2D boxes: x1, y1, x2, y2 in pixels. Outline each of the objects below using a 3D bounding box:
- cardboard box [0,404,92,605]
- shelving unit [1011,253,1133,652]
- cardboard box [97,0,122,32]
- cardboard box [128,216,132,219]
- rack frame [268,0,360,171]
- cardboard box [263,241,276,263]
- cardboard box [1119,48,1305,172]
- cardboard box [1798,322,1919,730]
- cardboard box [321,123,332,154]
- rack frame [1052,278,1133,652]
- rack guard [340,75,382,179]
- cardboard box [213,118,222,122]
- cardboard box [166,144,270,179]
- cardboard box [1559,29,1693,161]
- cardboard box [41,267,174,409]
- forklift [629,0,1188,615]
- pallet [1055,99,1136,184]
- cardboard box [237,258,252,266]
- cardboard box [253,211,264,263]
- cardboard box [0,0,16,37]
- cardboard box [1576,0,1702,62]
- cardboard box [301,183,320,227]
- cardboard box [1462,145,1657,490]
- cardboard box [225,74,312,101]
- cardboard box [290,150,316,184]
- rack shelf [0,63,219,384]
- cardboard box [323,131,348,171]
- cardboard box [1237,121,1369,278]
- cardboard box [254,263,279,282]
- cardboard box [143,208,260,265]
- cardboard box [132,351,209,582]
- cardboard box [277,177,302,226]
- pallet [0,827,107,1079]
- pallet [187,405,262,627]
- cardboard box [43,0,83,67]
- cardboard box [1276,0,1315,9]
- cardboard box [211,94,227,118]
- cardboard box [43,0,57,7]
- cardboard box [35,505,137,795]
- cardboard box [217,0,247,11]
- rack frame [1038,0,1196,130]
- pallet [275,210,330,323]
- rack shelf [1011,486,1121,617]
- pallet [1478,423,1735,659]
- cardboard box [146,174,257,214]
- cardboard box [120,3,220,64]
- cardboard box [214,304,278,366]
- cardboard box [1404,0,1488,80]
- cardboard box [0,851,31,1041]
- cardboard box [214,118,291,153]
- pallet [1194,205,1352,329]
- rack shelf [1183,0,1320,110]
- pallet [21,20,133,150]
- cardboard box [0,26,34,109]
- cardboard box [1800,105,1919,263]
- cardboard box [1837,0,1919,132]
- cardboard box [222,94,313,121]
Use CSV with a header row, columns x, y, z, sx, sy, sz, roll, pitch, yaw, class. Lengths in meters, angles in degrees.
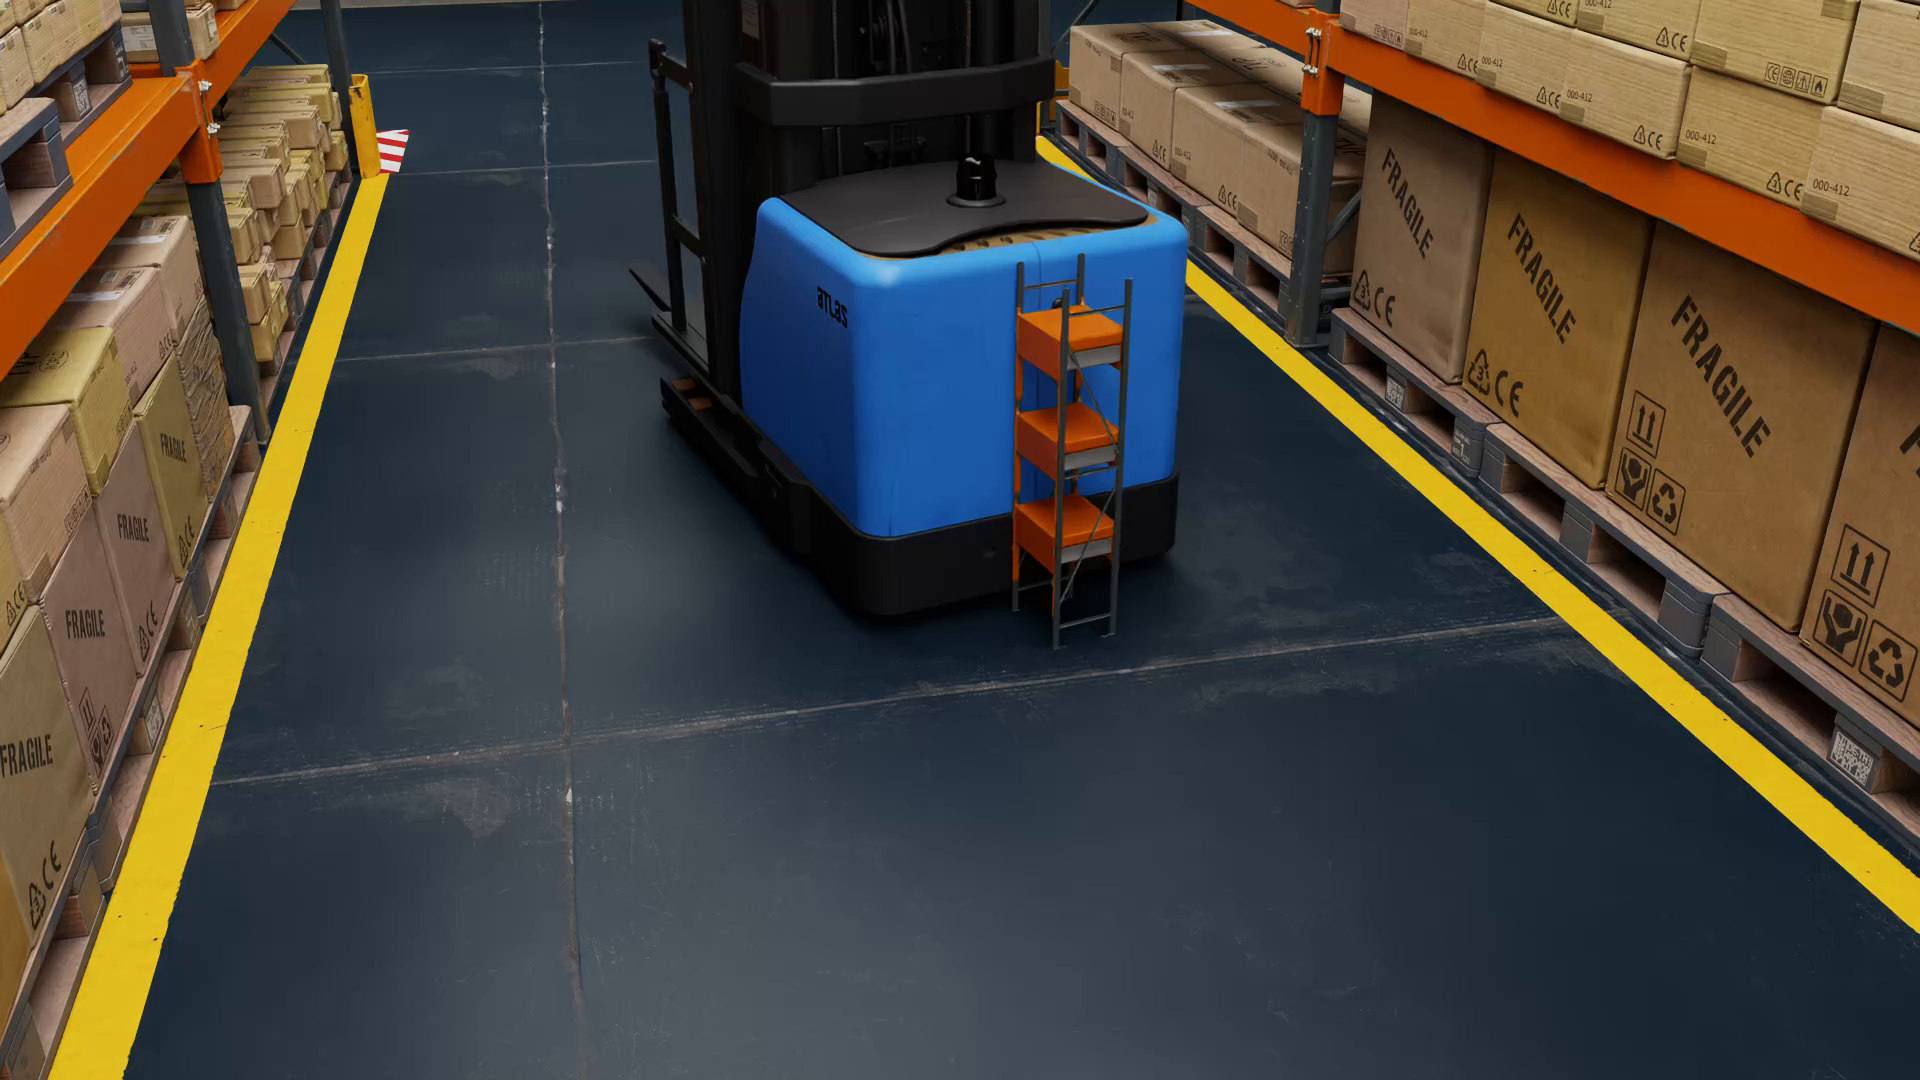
x,y,z,sx,sy,sz,roll,pitch,yaw,class
-2.190,-0.062,3.519,0.500,0.250,0.500,-6,27,-11,cardboard box
0.295,-0.228,4.537,0.215,1.050,0.252,-12,29,-23,shelving unit
-2.677,-1.564,4.832,0.380,0.149,0.250,-7,28,-13,cardboard box
-3.434,-1.291,6.517,0.380,0.149,0.250,-5,27,-10,cardboard box
-3.860,-3.399,8.655,1.000,3.000,0.127,-6,27,-12,rack frame
-3.095,-1.192,6.980,0.380,0.149,0.250,-7,28,-14,cardboard box
1.400,-2.309,8.873,0.875,0.438,0.875,-5,27,-10,cardboard box
2.668,0.016,3.782,0.875,0.875,0.875,-6,27,-12,cardboard box
-3.345,-2.016,8.282,0.380,0.149,0.250,-7,28,-14,cardboard box
0.348,-0.179,4.439,0.200,1.050,0.008,-12,29,-23,rack frame
-3.843,-2.250,9.152,1.175,0.500,0.348,-6,27,-12,rack guard
-3.844,-1.966,8.184,0.380,0.149,0.250,-6,27,-11,cardboard box
-3.145,-1.572,7.073,0.380,0.149,0.250,-7,28,-14,cardboard box
2.005,-1.229,4.522,0.500,0.250,0.500,-6,27,-12,cardboard box
-2.442,-0.521,4.429,0.500,0.250,0.500,-5,27,-9,cardboard box
-0.442,-1.732,5.429,1.130,2.935,3.031,-12,29,-23,forklift
1.196,-2.358,9.687,1.003,0.211,1.213,-6,27,-12,pallet
-2.873,-0.984,6.238,0.380,0.149,0.250,-6,27,-11,cardboard box
-3.021,-1.206,6.678,0.380,0.149,0.250,-7,28,-14,cardboard box
-2.440,-1.238,3.856,0.380,0.149,0.250,-7,28,-14,cardboard box
2.014,-1.452,4.410,0.500,0.250,0.500,-7,28,-13,cardboard box
-3.177,-1.542,7.673,0.380,0.149,0.250,-5,27,-11,cardboard box
2.270,-0.769,5.337,0.875,0.875,0.875,-5,27,-10,cardboard box
-3.493,-2.256,8.429,0.380,0.149,0.250,-5,27,-11,cardboard box
-3.176,-1.675,7.608,0.380,0.149,0.250,-5,27,-9,cardboard box
-2.508,-0.444,3.598,1.077,0.370,4.000,-6,27,-12,rack shelf
-3.382,-2.001,8.584,0.380,0.149,0.250,-5,27,-10,cardboard box
1.804,-1.520,7.310,0.875,0.438,0.875,-6,27,-12,cardboard box
-2.895,-0.971,6.542,0.380,0.149,0.250,-6,27,-12,cardboard box
-2.839,-1.122,6.182,0.380,0.149,0.250,-5,27,-9,cardboard box
-2.431,-0.190,4.605,0.500,0.500,0.500,-7,28,-13,cardboard box
-3.056,-1.446,7.155,0.380,0.149,0.250,-6,27,-12,cardboard box
-2.232,1.015,3.005,1.003,0.211,1.213,-6,27,-12,pallet
-2.782,-0.056,5.127,1.003,0.211,1.213,-6,27,-12,pallet
-2.563,-1.340,4.389,0.380,0.149,0.250,-6,27,-12,cardboard box
1.487,-2.412,6.589,0.500,0.500,0.500,-6,27,-11,cardboard box
-3.894,-2.206,8.329,0.380,0.149,0.250,-5,27,-11,cardboard box
-2.563,-1.472,4.319,0.380,0.149,0.250,-5,27,-9,cardboard box
-2.205,0.260,3.714,0.500,0.500,0.500,-7,28,-13,cardboard box
-2.994,-2.143,6.446,0.380,0.149,0.250,-5,27,-11,cardboard box
0.940,-3.946,9.739,1.000,3.000,0.127,-6,27,-12,rack frame
-3.423,-1.226,7.444,1.003,0.211,1.213,-6,27,-12,pallet
0.295,0.029,4.667,0.215,0.259,0.240,-12,29,-23,rack shelf
2.367,-0.077,5.169,1.003,0.211,1.213,-6,27,-12,pallet
-3.025,-1.341,6.615,0.380,0.149,0.250,-7,28,-13,cardboard box
-2.704,-1.688,5.545,0.380,0.149,0.250,-5,27,-10,cardboard box
-2.728,-0.750,6.105,0.380,0.149,0.250,-7,28,-14,cardboard box
1.801,-1.676,5.408,0.500,0.250,0.500,-7,28,-13,cardboard box
-1.968,0.705,2.832,0.500,0.500,0.500,-7,28,-14,cardboard box
-3.249,-1.796,7.517,0.380,0.149,0.250,-7,28,-13,cardboard box
1.746,-1.287,7.565,1.003,0.211,1.213,-6,27,-12,pallet
1.390,-2.747,8.161,1.077,0.370,4.000,-6,27,-12,rack shelf
-2.928,-1.207,4.525,1.003,0.211,1.213,-6,27,-12,pallet
-2.439,-1.109,3.930,0.380,0.149,0.250,-7,28,-14,cardboard box
2.245,-0.785,3.643,0.500,0.250,0.500,-5,27,-11,cardboard box
2.267,-1.002,3.517,0.500,0.250,0.500,-7,28,-13,cardboard box
-3.315,-2.035,7.991,0.380,0.149,0.250,-7,28,-14,cardboard box
